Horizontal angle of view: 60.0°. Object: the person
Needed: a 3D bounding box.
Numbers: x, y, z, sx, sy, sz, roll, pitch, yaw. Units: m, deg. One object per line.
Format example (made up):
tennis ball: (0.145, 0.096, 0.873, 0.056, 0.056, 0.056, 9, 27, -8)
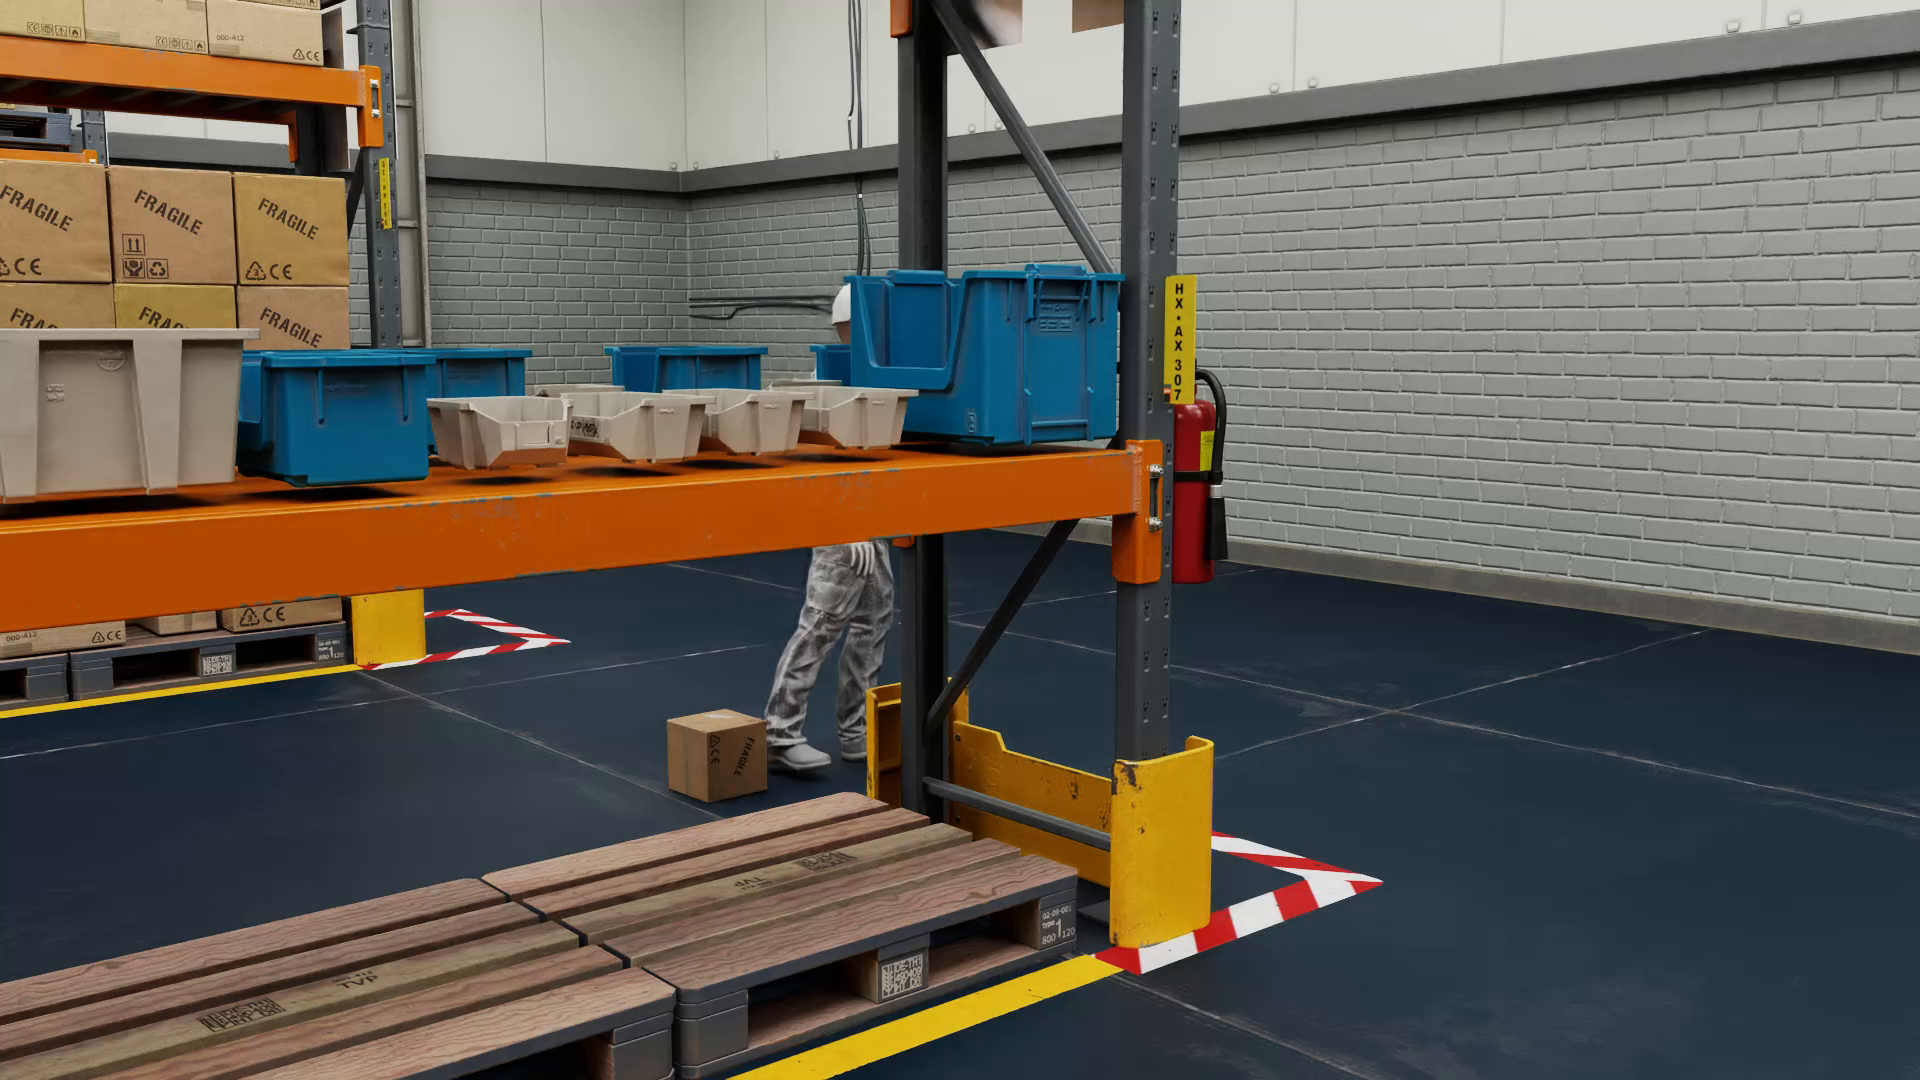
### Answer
person: (-0.440, -0.050, 6.102, 0.578, 1.777, 0.582, -1, 7, -5)
